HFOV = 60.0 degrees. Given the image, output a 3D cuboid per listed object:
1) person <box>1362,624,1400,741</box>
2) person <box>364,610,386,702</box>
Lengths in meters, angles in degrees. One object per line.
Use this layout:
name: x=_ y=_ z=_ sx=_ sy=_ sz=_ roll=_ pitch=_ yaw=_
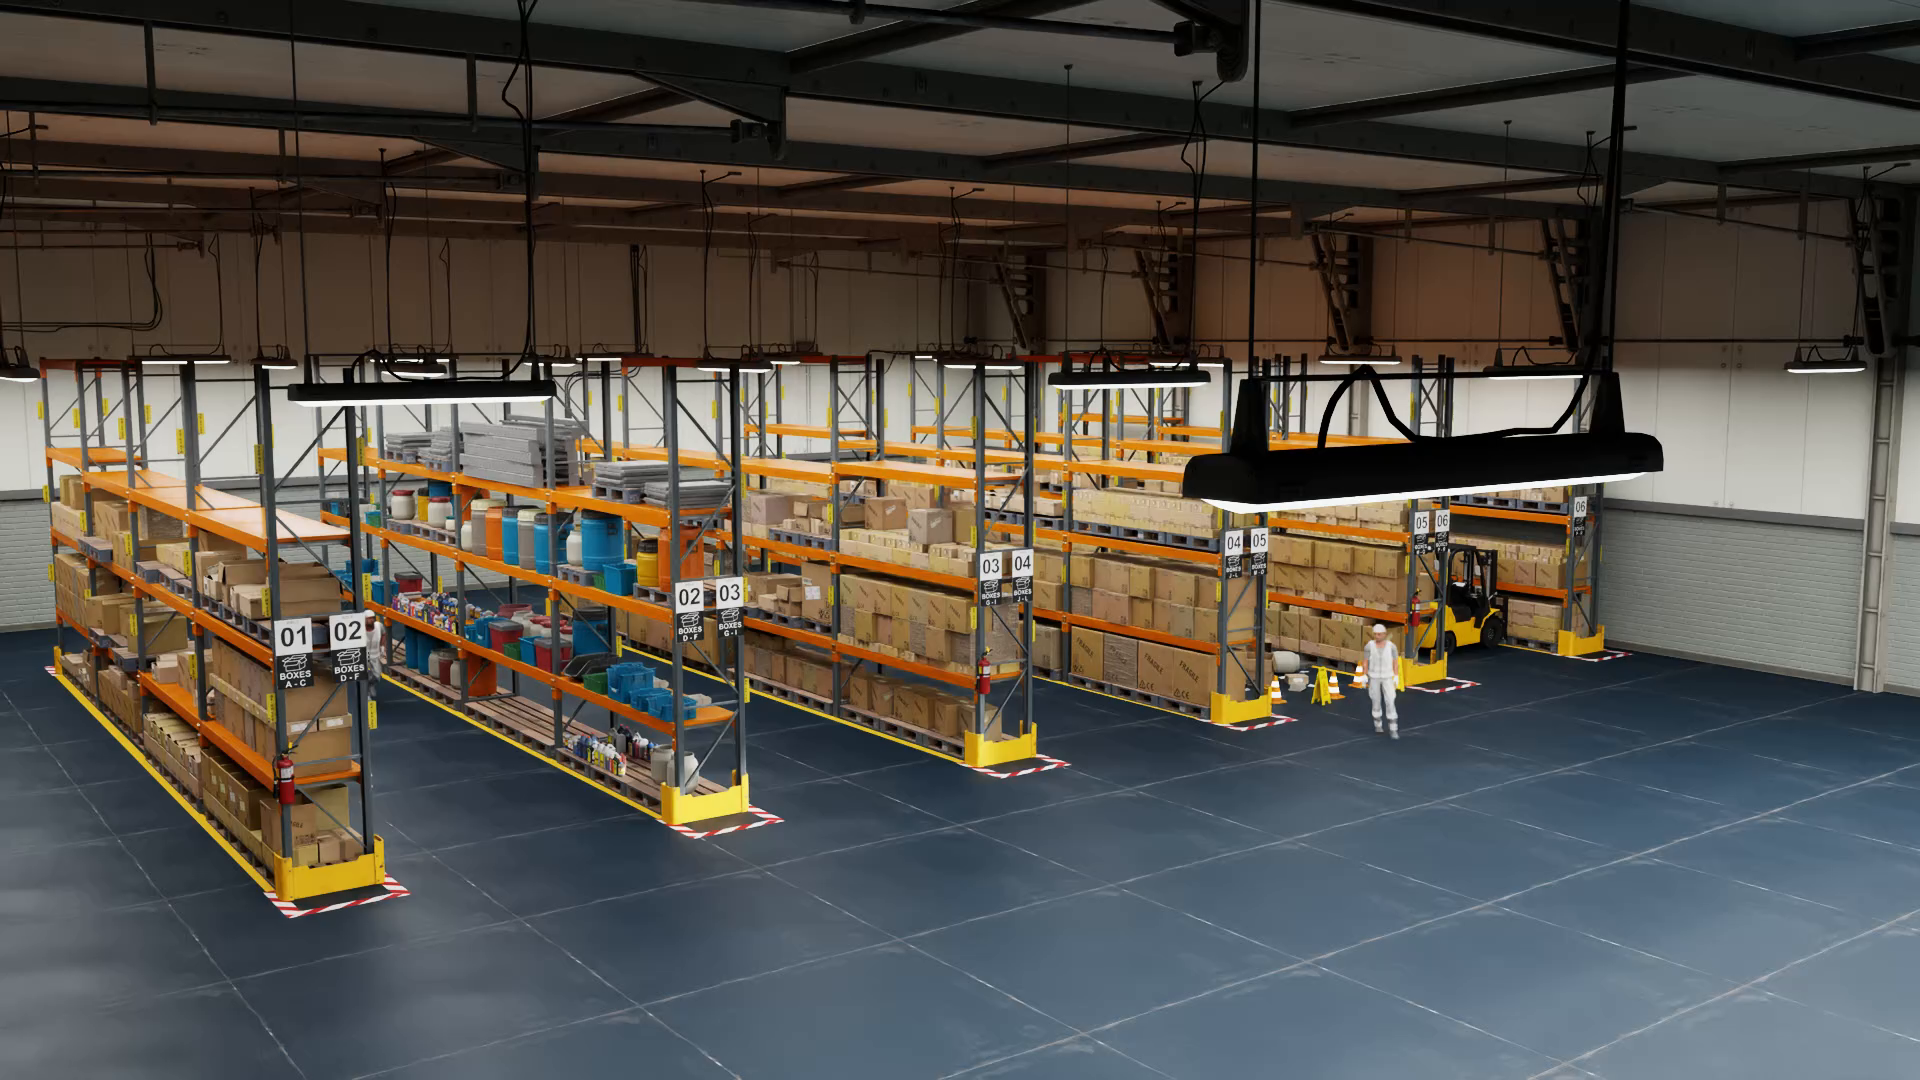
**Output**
person: x=6.770 y=2.256 z=26.677 sx=0.628 sy=1.805 sz=0.623 roll=2 pitch=7 yaw=17
person: x=-10.326 y=2.025 z=28.982 sx=0.674 sy=1.682 sz=0.647 roll=-3 pitch=8 yaw=-27
